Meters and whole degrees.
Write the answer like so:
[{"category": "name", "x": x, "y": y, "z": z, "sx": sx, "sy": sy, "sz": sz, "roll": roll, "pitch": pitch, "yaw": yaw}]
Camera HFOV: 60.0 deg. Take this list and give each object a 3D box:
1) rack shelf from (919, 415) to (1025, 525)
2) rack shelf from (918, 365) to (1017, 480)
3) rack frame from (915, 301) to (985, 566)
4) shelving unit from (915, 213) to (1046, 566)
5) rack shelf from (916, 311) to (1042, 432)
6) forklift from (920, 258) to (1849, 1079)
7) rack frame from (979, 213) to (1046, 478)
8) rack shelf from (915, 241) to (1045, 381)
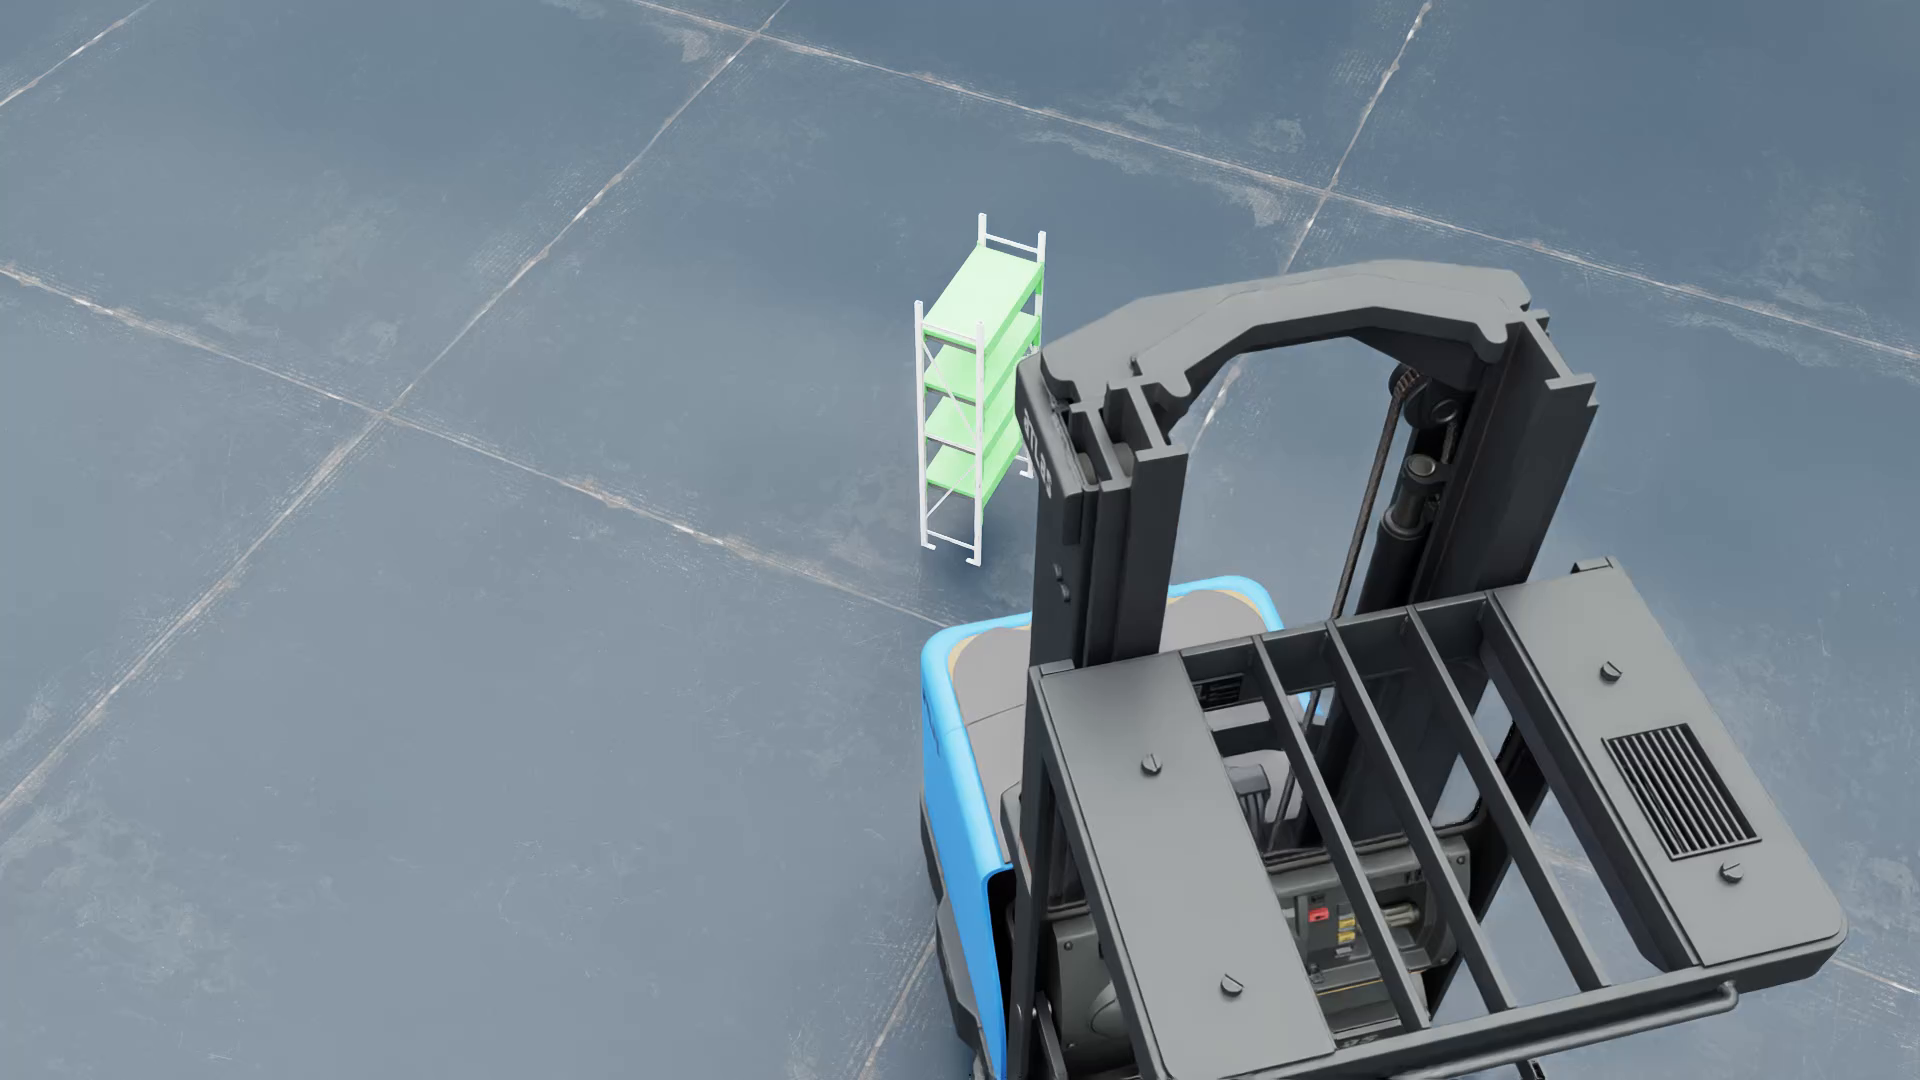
[{"category": "rack shelf", "x": 0.071, "y": -0.306, "z": 6.121, "sx": 0.258, "sy": 0.148, "sz": 0.480, "roll": 20, "pitch": 52, "yaw": 16}, {"category": "rack shelf", "x": 0.071, "y": -0.461, "z": 5.939, "sx": 0.258, "sy": 0.148, "sz": 0.480, "roll": 20, "pitch": 52, "yaw": 16}, {"category": "rack frame", "x": -0.034, "y": -0.335, "z": 5.747, "sx": 0.240, "sy": 1.200, "sz": 0.015, "roll": 20, "pitch": 52, "yaw": 16}, {"category": "shelving unit", "x": 0.071, "y": -0.503, "z": 5.890, "sx": 0.258, "sy": 1.200, "sz": 0.503, "roll": 20, "pitch": 52, "yaw": 16}, {"category": "rack shelf", "x": 0.071, "y": -0.617, "z": 5.756, "sx": 0.258, "sy": 0.148, "sz": 0.480, "roll": 20, "pitch": 52, "yaw": 16}, {"category": "forklift", "x": 0.711, "y": 1.012, "z": 3.464, "sx": 1.130, "sy": 2.935, "sz": 3.031, "roll": -10, "pitch": 50, "yaw": -9}, {"category": "rack frame", "x": 0.175, "y": -0.671, "z": 6.033, "sx": 0.240, "sy": 1.200, "sz": 0.015, "roll": 20, "pitch": 52, "yaw": 16}, {"category": "rack shelf", "x": 0.071, "y": -0.772, "z": 5.573, "sx": 0.258, "sy": 0.148, "sz": 0.480, "roll": 20, "pitch": 52, "yaw": 16}]
